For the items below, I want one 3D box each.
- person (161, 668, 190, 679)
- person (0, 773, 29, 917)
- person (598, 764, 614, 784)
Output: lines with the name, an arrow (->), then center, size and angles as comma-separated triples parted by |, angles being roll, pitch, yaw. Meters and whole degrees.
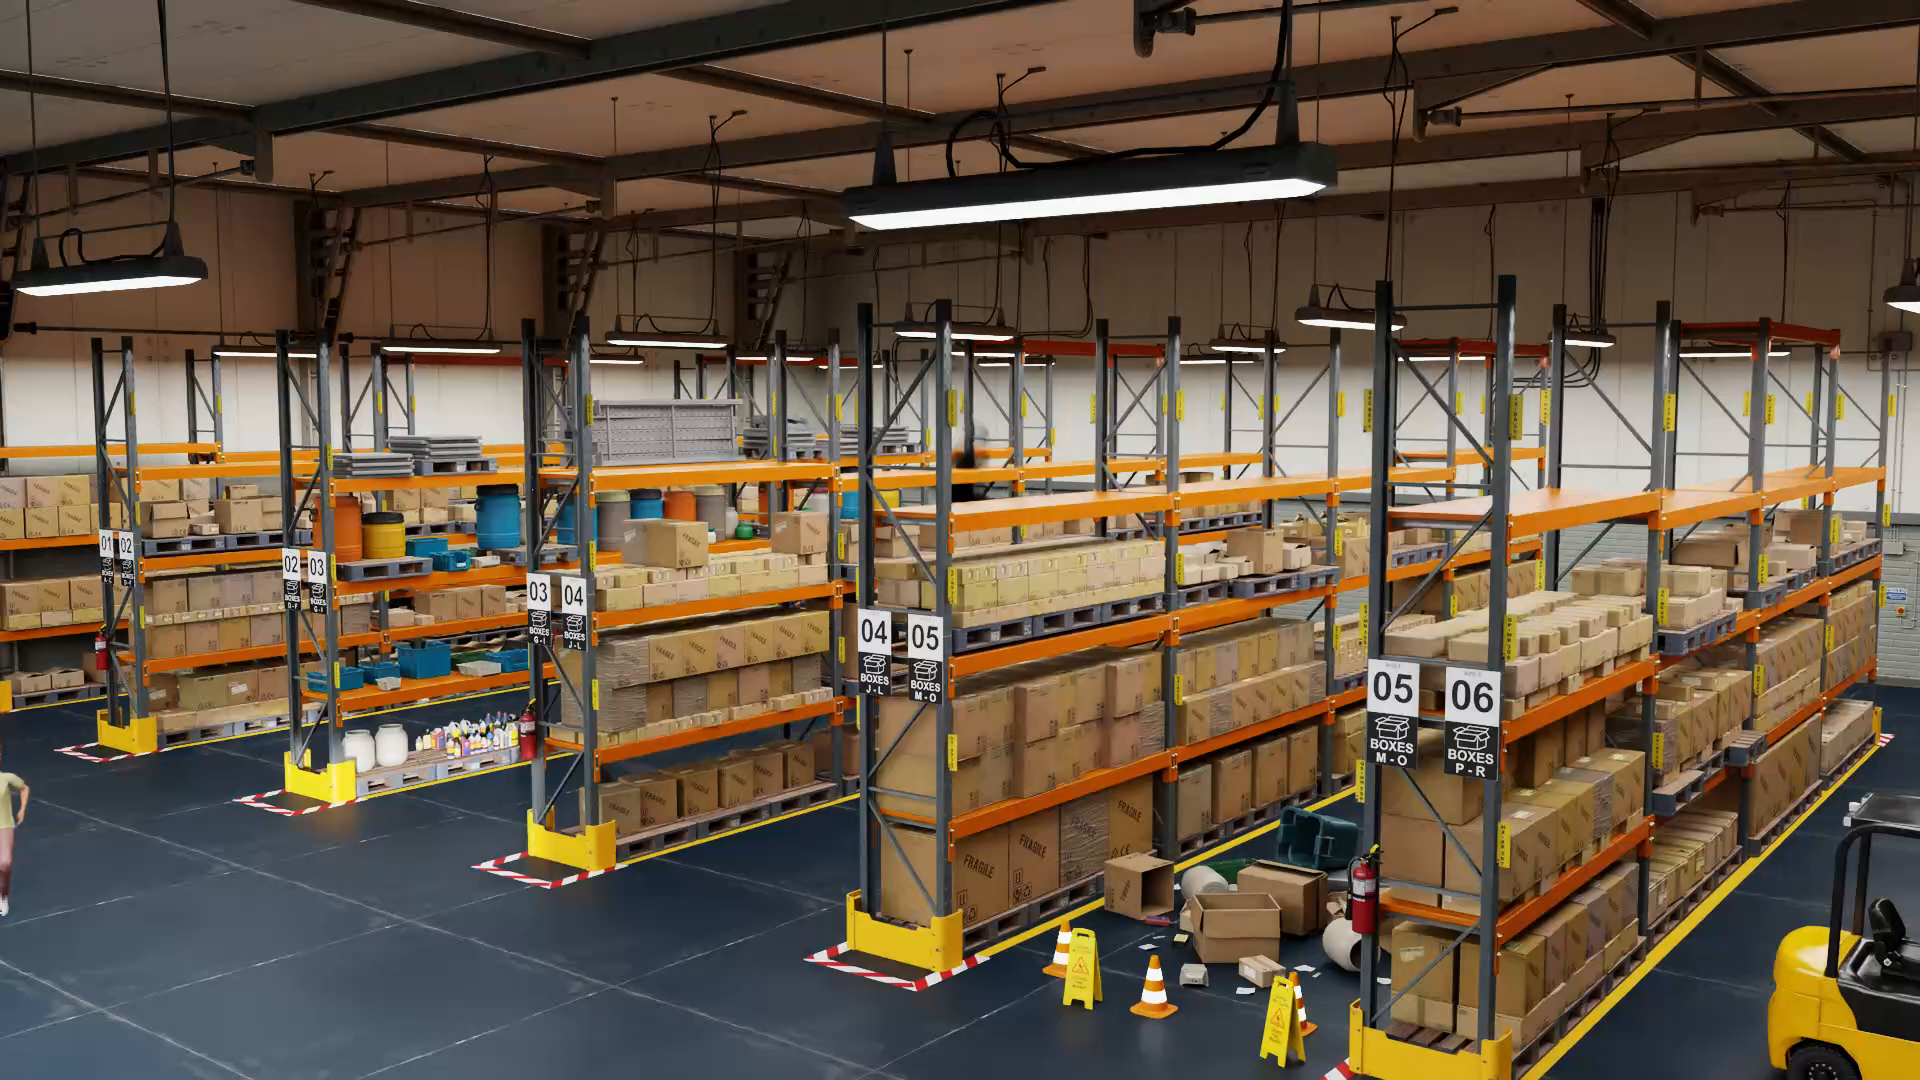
person -> -12.571, 1.912, 26.721 | 0.663, 1.777, 1.004 | 3, 6, 34
person -> -9.603, 2.907, 16.544 | 0.582, 1.653, 0.644 | -2, 5, -23
person -> -4.512, 2.538, 20.763 | 0.556, 1.714, 0.714 | 3, 6, 34
